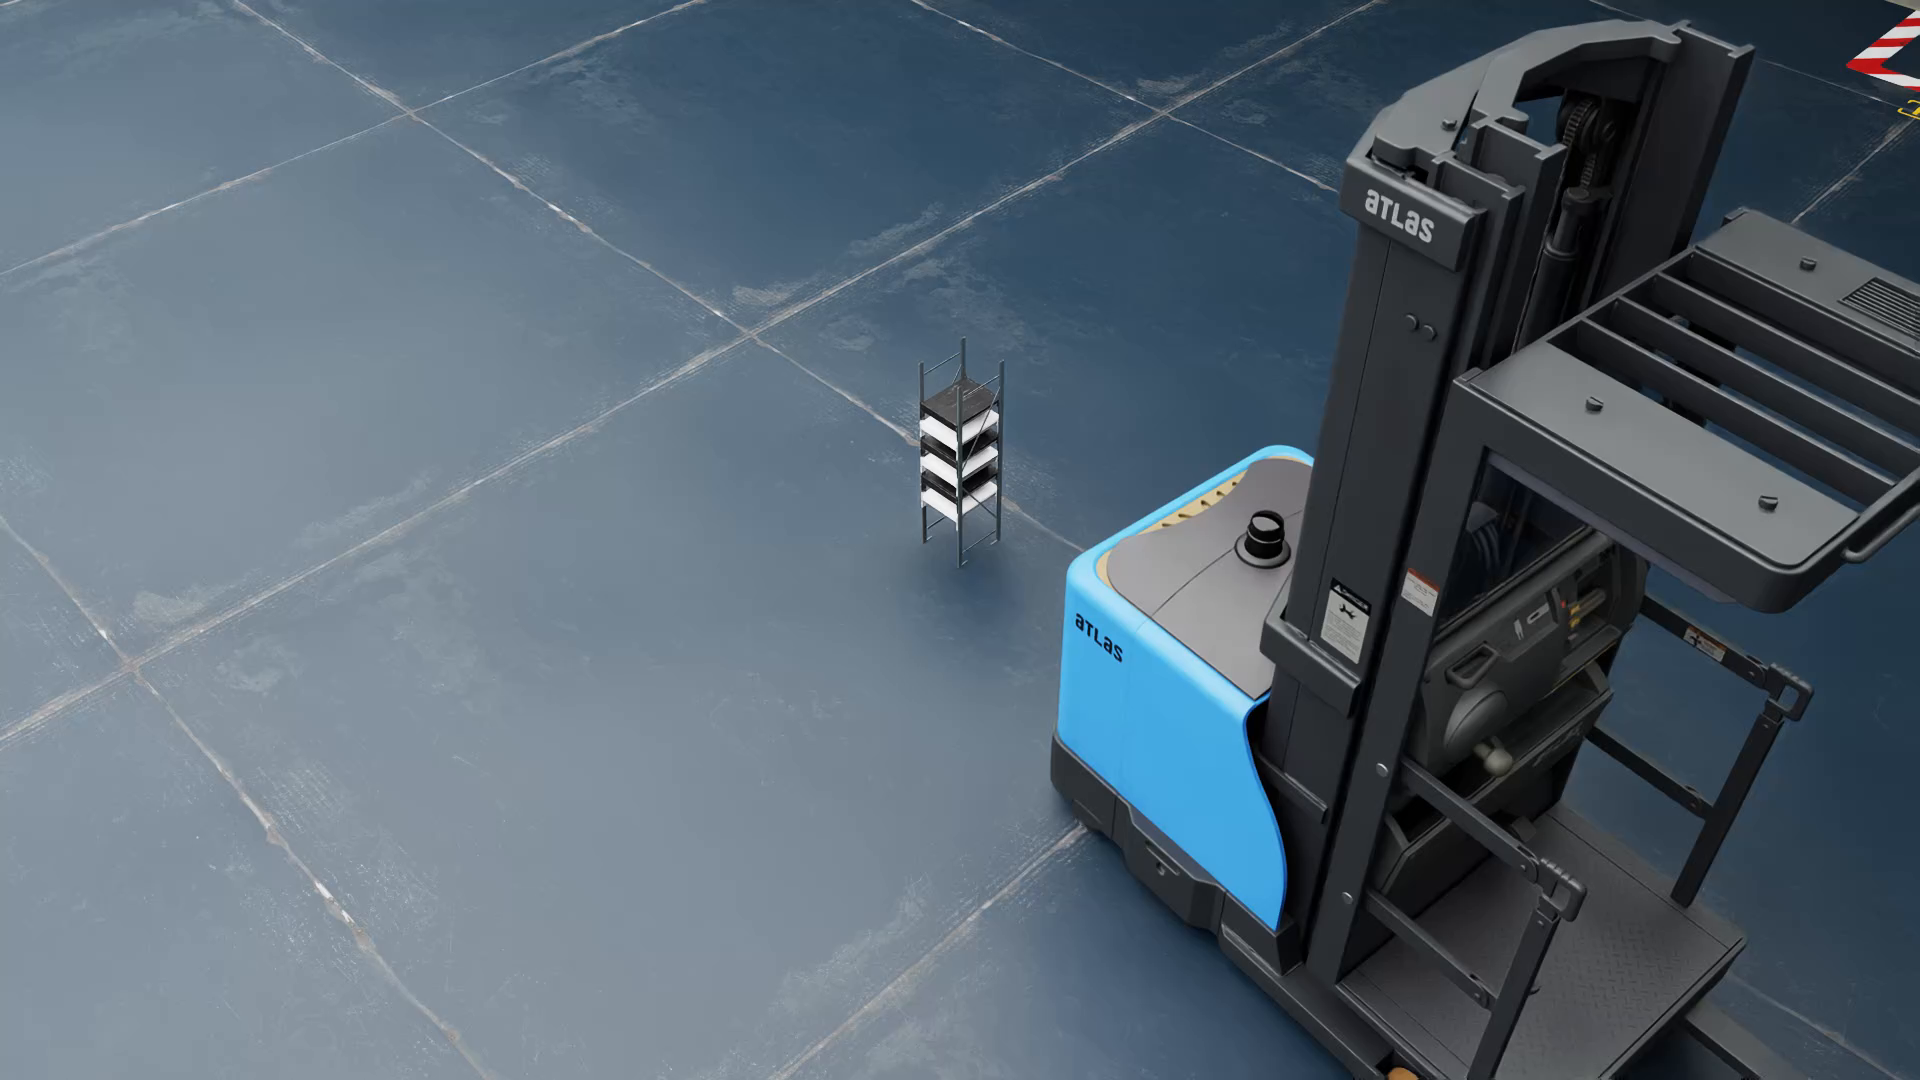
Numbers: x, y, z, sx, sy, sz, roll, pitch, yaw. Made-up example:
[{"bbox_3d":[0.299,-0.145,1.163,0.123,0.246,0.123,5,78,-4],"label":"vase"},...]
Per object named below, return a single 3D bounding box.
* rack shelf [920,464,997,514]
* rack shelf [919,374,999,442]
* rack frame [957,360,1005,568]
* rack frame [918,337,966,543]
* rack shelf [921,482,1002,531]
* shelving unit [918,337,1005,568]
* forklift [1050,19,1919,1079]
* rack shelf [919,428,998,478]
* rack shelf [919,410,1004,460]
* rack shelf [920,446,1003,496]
[{"bbox_3d":[0.006,-0.236,6.524,0.258,0.077,0.200,-34,53,-31],"label":"rack shelf"},{"bbox_3d":[0.006,-0.500,6.280,0.258,0.077,0.200,-34,53,-31],"label":"rack shelf"},{"bbox_3d":[0.078,-0.278,6.388,0.240,0.900,0.006,-34,53,-31],"label":"rack frame"},{"bbox_3d":[-0.066,-0.375,6.493,0.240,0.900,0.006,-34,53,-31],"label":"rack frame"},{"bbox_3d":[0.006,-0.170,6.585,0.258,0.077,0.200,-34,53,-31],"label":"rack shelf"},{"bbox_3d":[0.006,-0.327,6.440,0.258,0.900,0.210,-34,53,-31],"label":"shelving unit"},{"bbox_3d":[1.632,0.352,4.209,1.130,2.935,3.031,-29,50,-28],"label":"forklift"},{"bbox_3d":[0.006,-0.368,6.402,0.258,0.077,0.200,-34,53,-31],"label":"rack shelf"},{"bbox_3d":[0.006,-0.434,6.341,0.258,0.077,0.200,-34,53,-31],"label":"rack shelf"},{"bbox_3d":[0.006,-0.302,6.463,0.258,0.077,0.200,-34,53,-31],"label":"rack shelf"}]
